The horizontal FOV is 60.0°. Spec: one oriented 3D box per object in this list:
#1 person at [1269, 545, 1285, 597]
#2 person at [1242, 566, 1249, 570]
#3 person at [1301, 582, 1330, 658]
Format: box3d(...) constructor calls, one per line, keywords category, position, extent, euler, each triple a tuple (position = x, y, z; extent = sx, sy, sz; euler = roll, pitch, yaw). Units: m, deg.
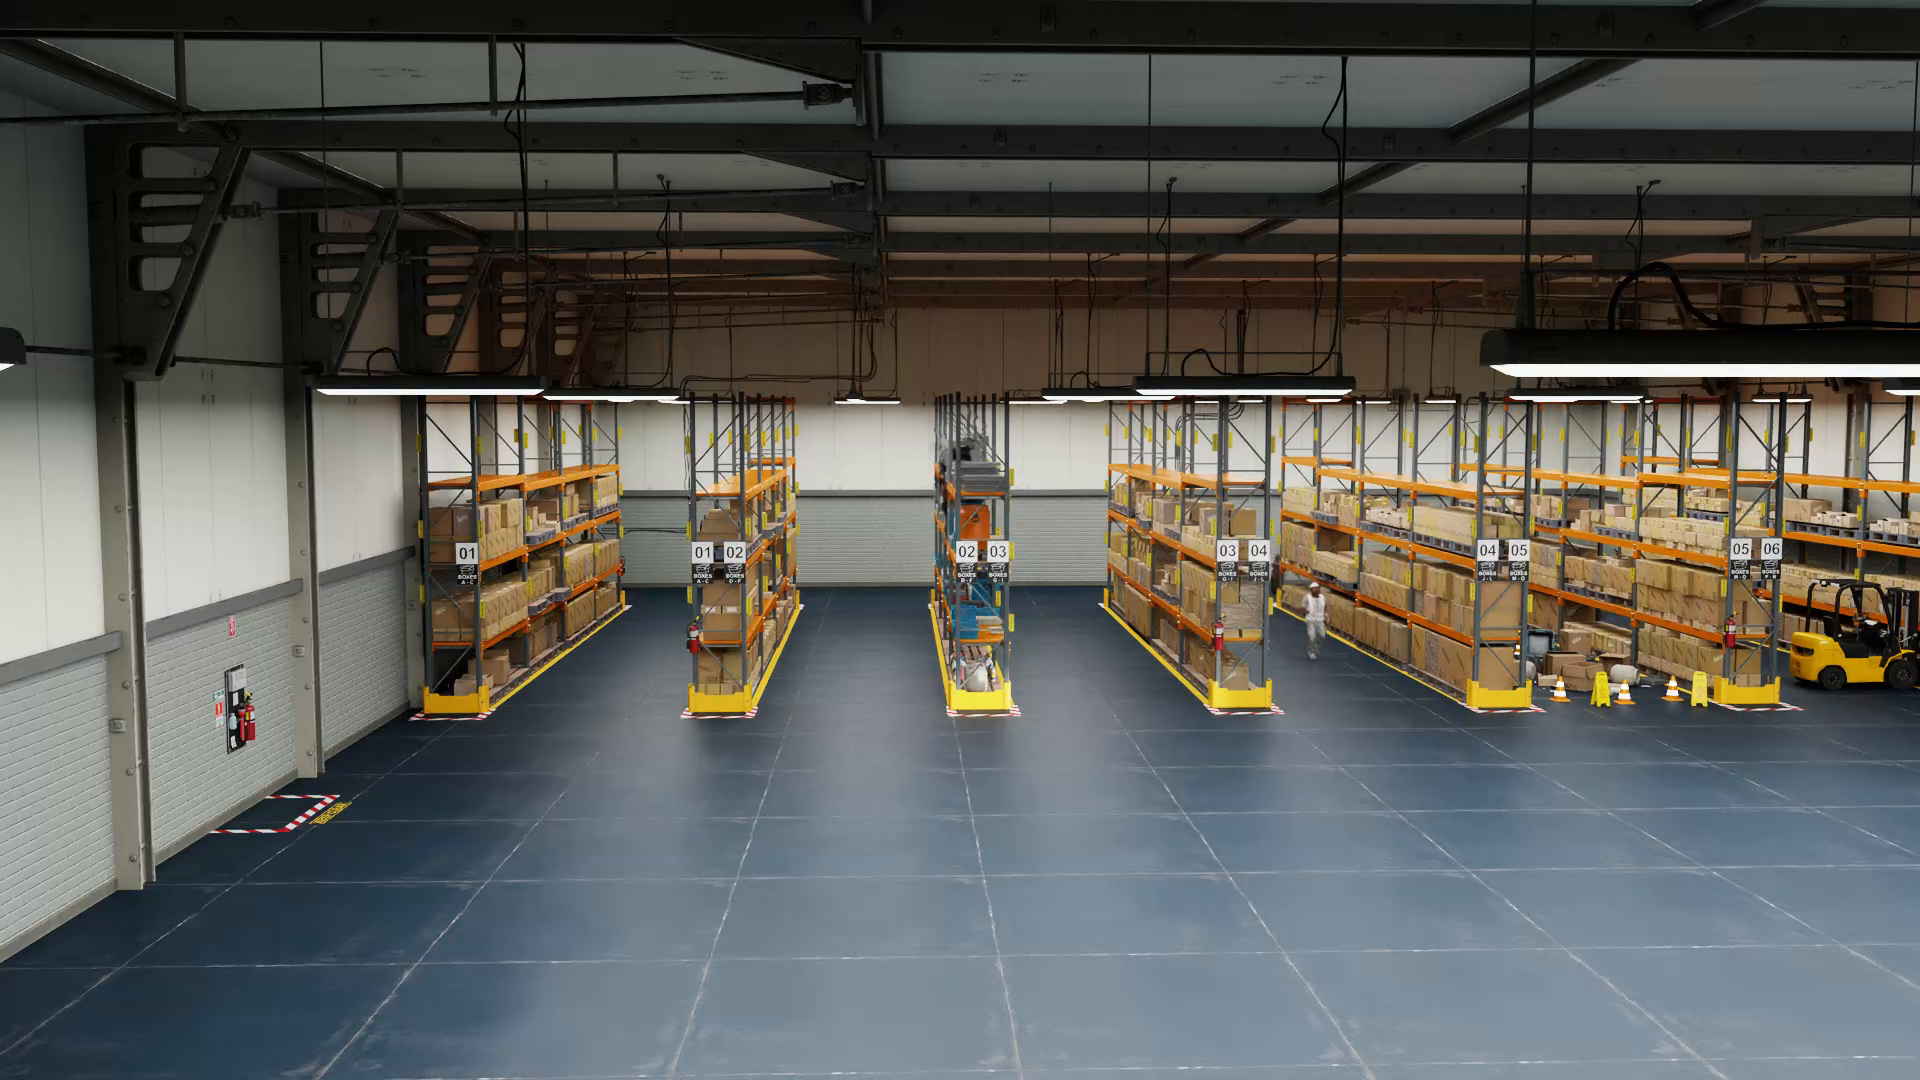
box3d(category="person", position=(9.376, 0.945, 49.150), extent=(0.693, 1.755, 0.806), euler=(2, 5, 21))
box3d(category="person", position=(7.985, 1.208, 46.098), extent=(0.637, 1.699, 0.668), euler=(0, 5, 5))
box3d(category="person", position=(8.061, 1.831, 37.656), extent=(0.673, 1.739, 0.602), euler=(0, 5, -5))
